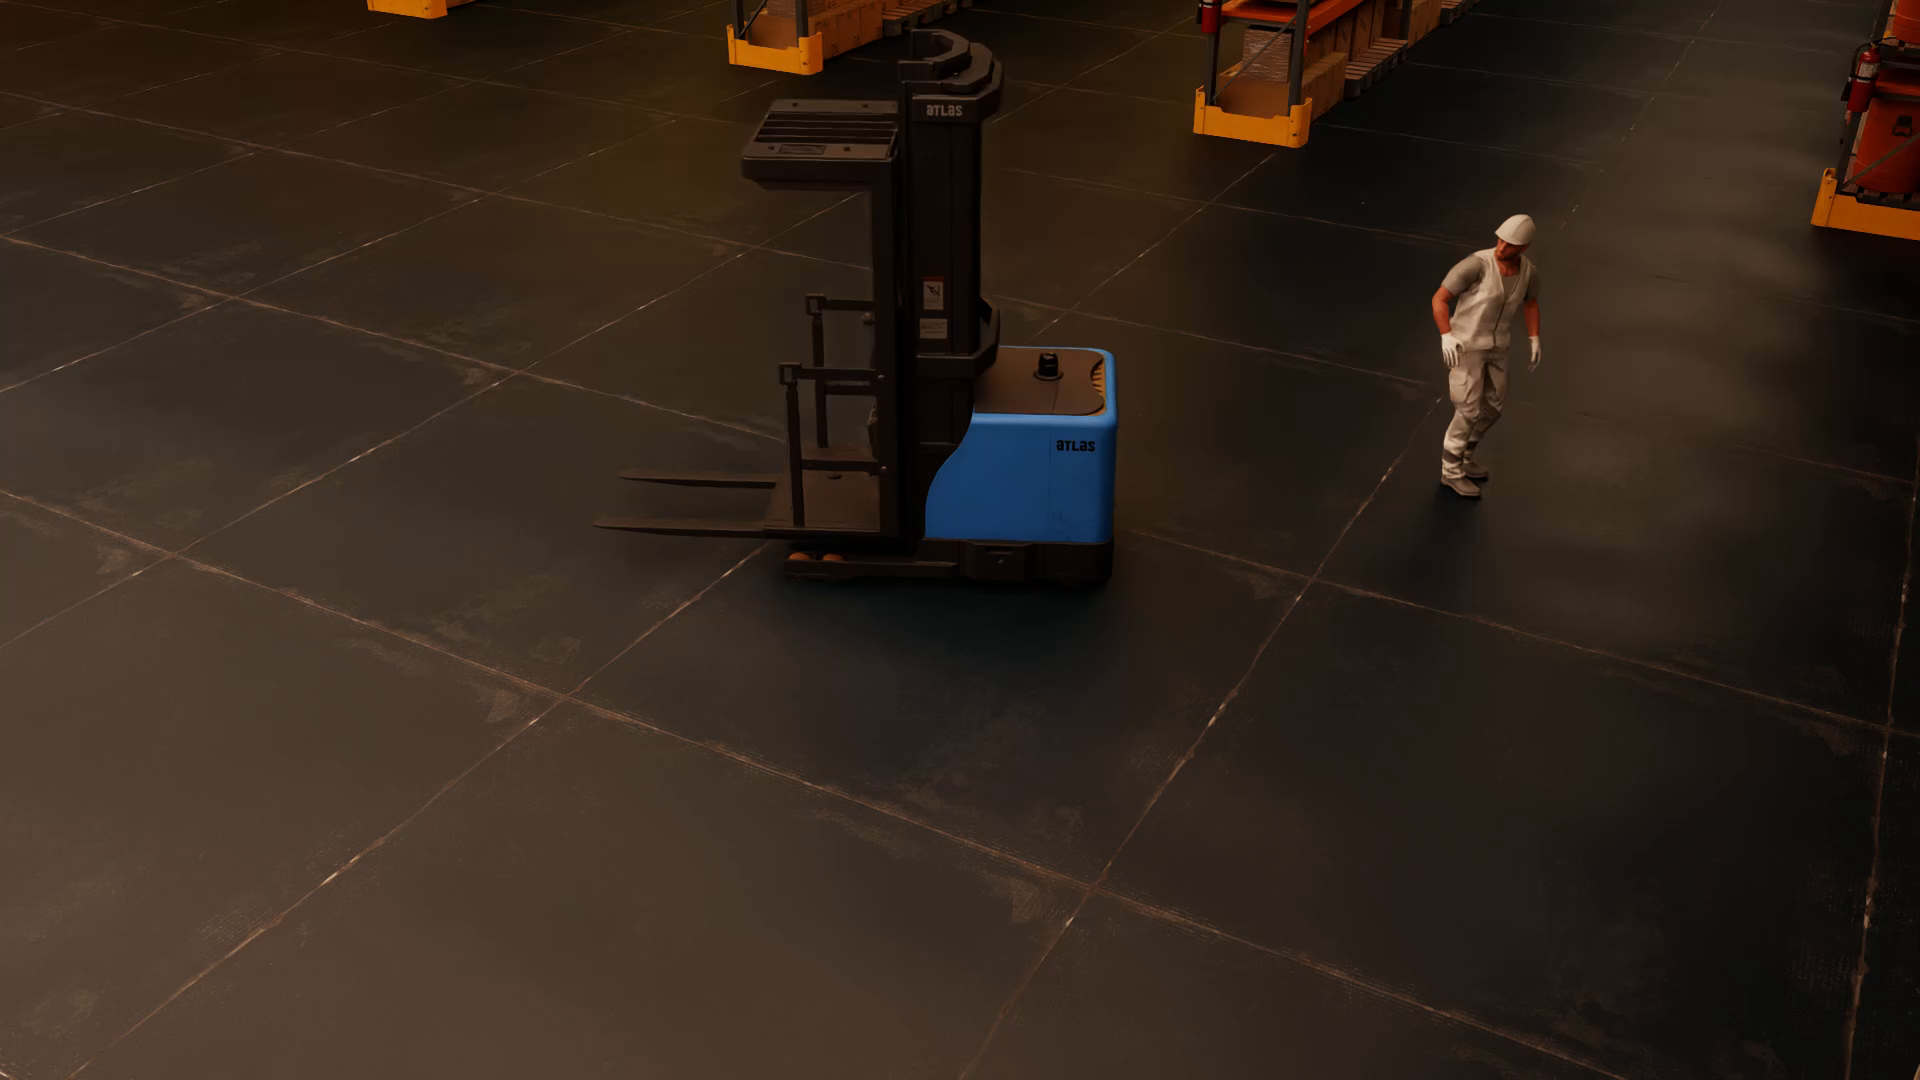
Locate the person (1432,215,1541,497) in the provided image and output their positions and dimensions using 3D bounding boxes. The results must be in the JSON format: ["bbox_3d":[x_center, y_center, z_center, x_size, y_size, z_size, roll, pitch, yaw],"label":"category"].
[{"bbox_3d":[3.275,-1.153,10.245,0.749,1.757,0.505,-13,33,-22],"label":"person"}]

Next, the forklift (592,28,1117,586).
[{"bbox_3d":[-0.616,-1.282,9.292,3.031,2.935,1.130,2,30,3],"label":"forklift"}]
